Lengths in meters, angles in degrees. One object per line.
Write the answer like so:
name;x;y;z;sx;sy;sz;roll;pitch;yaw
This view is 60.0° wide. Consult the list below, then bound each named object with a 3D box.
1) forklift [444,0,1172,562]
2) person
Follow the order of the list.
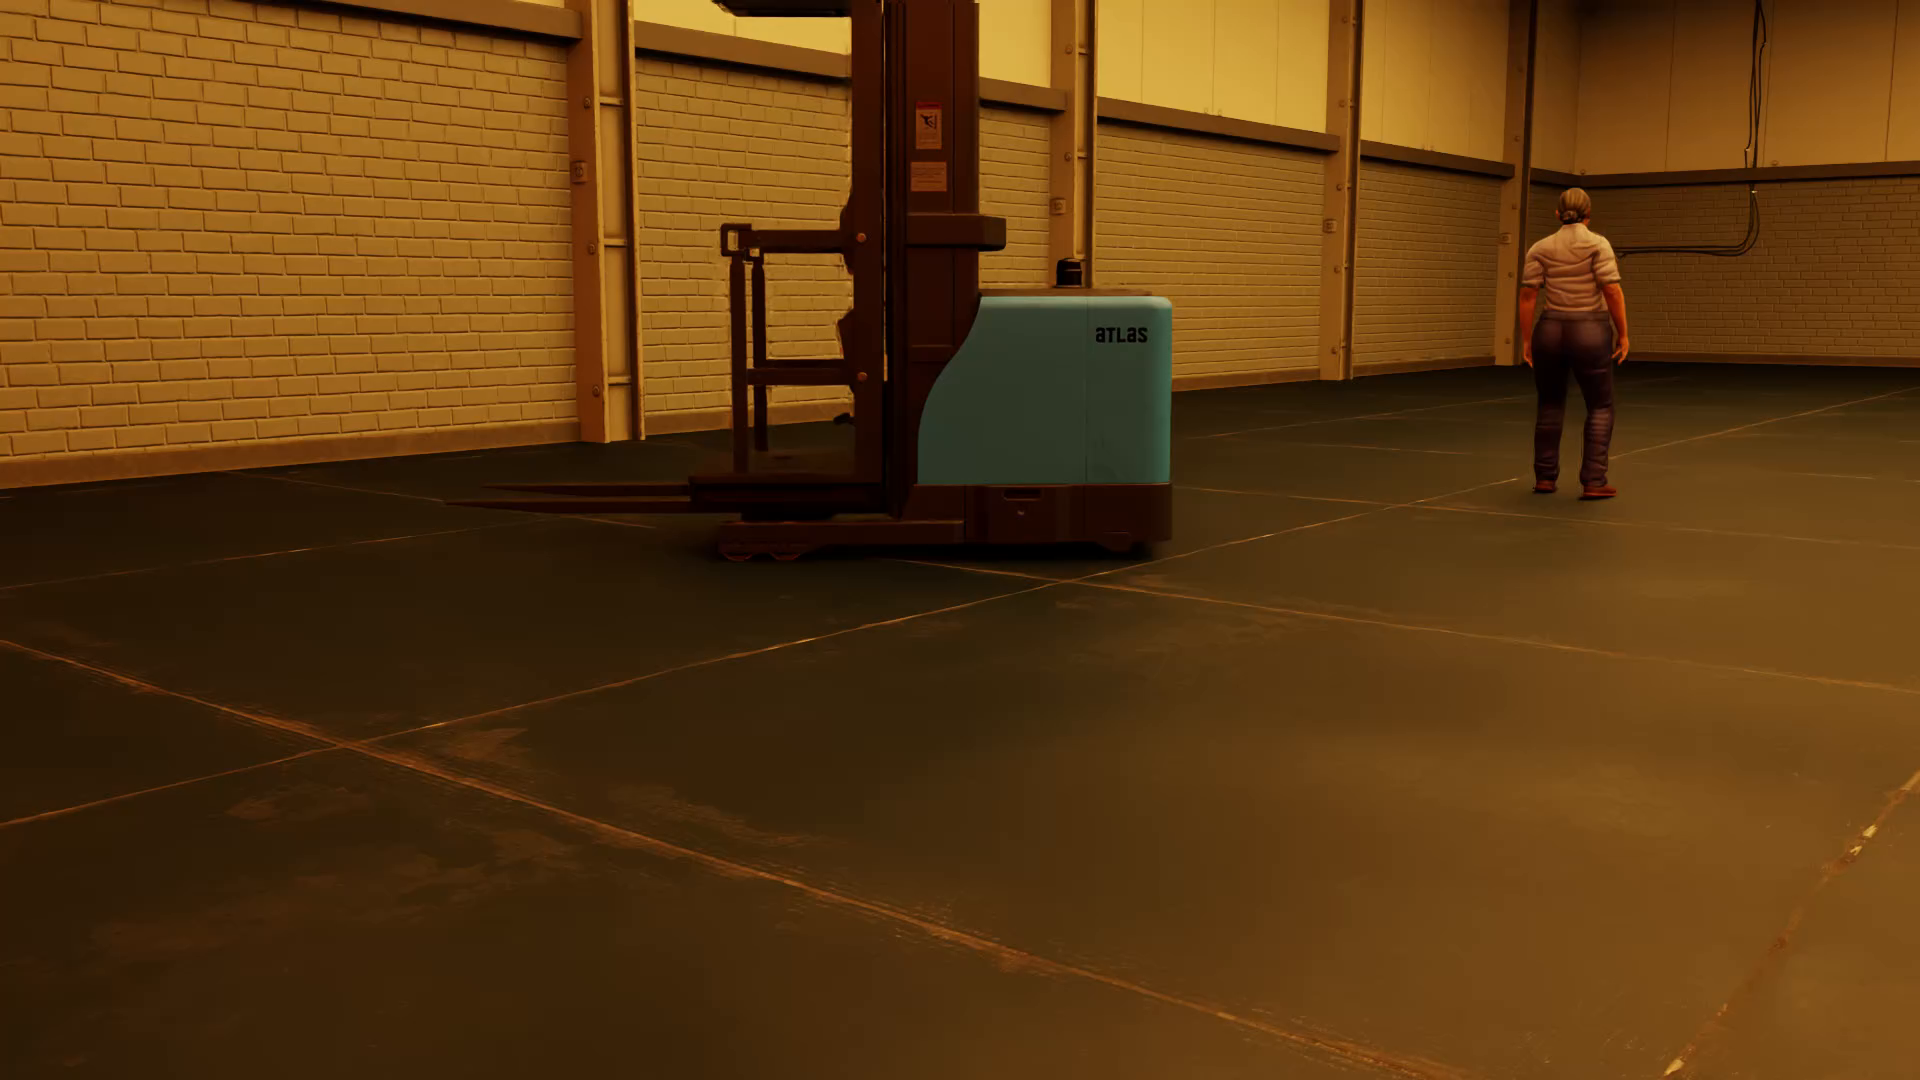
forklift;-0.645;-1.440;7.120;3.031;2.935;1.130;0;8;-2
person;3.328;-1.045;8.972;0.555;1.676;0.458;7;11;41
